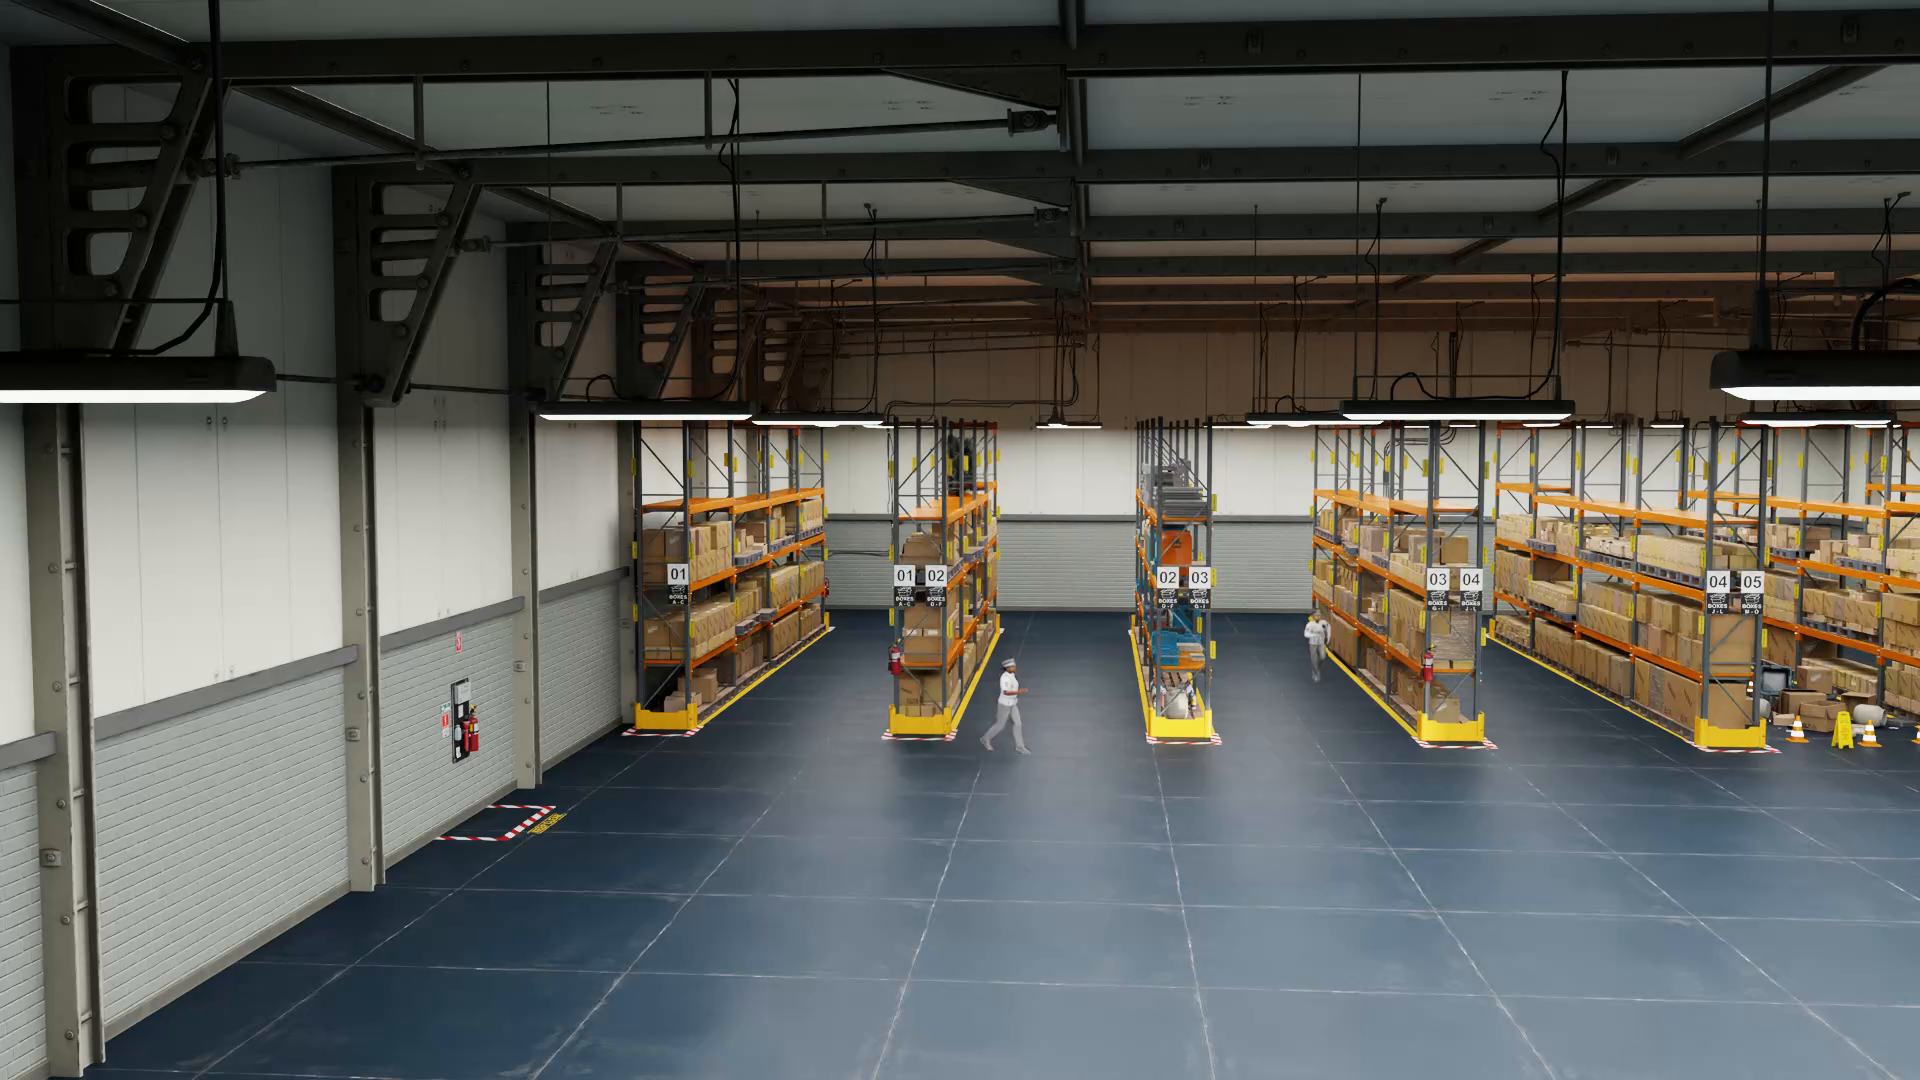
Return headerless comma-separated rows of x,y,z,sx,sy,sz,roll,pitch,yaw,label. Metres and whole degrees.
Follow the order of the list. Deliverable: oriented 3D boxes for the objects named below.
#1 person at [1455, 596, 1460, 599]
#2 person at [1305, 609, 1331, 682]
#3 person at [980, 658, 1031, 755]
13.783,1.830,46.677,0.647,1.643,0.752,0,4,-1,person
8.173,2.403,37.950,0.643,1.651,0.778,0,4,0,person
0.813,2.927,29.441,0.929,1.696,0.566,2,4,24,person
